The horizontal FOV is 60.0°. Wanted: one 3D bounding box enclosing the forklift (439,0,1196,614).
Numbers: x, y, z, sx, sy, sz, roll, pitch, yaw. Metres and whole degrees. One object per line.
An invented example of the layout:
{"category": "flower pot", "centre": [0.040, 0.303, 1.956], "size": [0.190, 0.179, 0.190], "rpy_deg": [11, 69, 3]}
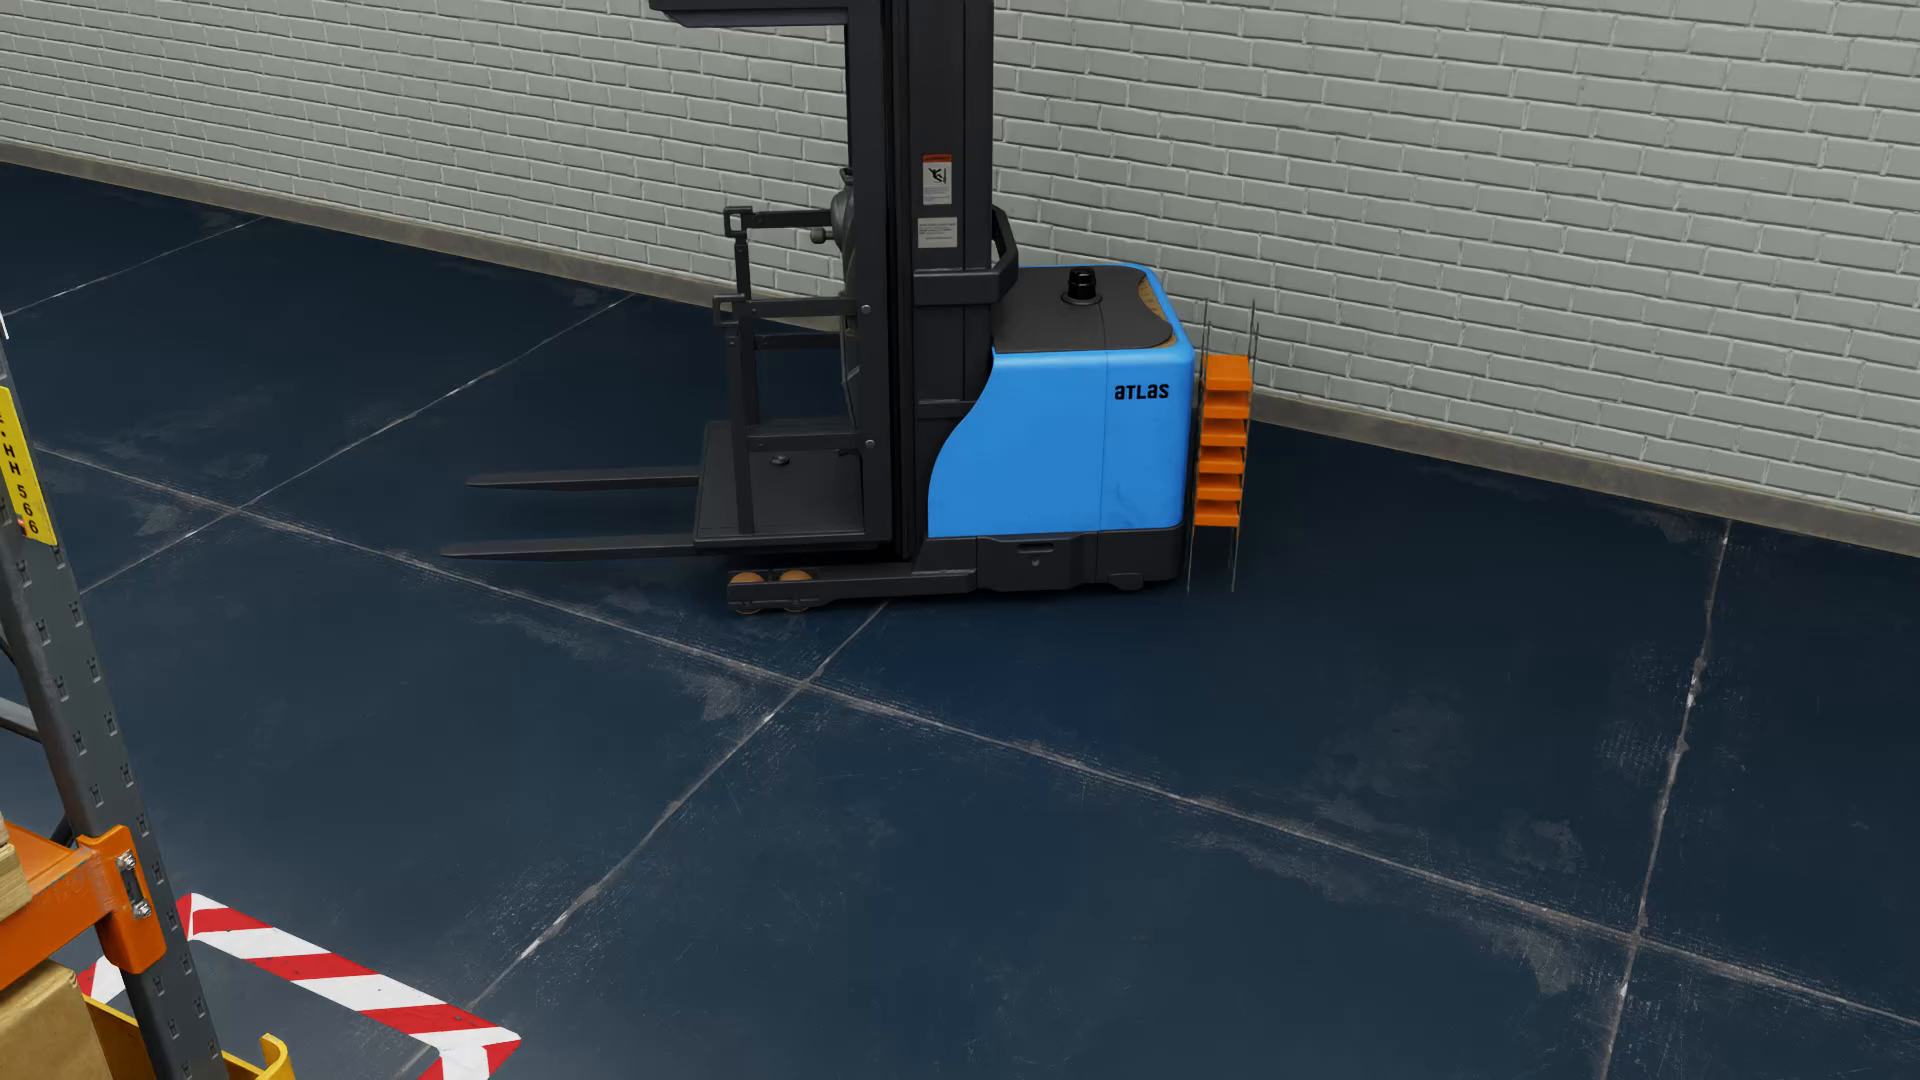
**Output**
{"category": "forklift", "centre": [-0.620, -1.246, 6.476], "size": [3.031, 2.935, 1.130], "rpy_deg": [-2, 30, -4]}

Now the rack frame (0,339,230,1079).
{"category": "rack frame", "centre": [-2.229, 0.335, 3.655], "size": [1.000, 3.000, 0.127], "rpy_deg": [14, 33, 23]}

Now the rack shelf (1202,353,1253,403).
{"category": "rack shelf", "centre": [1.044, -0.637, 6.520], "size": [0.180, 0.103, 0.258], "rpy_deg": [2, 30, 4]}

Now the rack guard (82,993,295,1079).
{"category": "rack guard", "centre": [-2.218, 1.408, 4.296], "size": [1.175, 0.500, 0.348], "rpy_deg": [14, 33, 23]}

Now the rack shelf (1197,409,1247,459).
{"category": "rack shelf", "centre": [1.044, -0.429, 6.640], "size": [0.180, 0.103, 0.258], "rpy_deg": [2, 30, 4]}

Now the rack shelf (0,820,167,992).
{"category": "rack shelf", "centre": [-3.140, 1.533, 2.291], "size": [1.077, 0.370, 4.000], "rpy_deg": [14, 33, 23]}

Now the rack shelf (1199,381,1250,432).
{"category": "rack shelf", "centre": [1.044, -0.533, 6.580], "size": [0.180, 0.103, 0.258], "rpy_deg": [2, 30, 4]}

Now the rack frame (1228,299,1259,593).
{"category": "rack frame", "centre": [1.135, -0.359, 6.671], "size": [0.006, 1.200, 0.240], "rpy_deg": [2, 30, 4]}

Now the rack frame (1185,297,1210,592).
{"category": "rack frame", "centre": [0.953, -0.367, 6.683], "size": [0.006, 1.200, 0.240], "rpy_deg": [2, 30, 4]}

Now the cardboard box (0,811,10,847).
{"category": "cardboard box", "centre": [-2.214, 0.546, 3.140], "size": [0.500, 0.250, 0.500], "rpy_deg": [14, 33, 23]}

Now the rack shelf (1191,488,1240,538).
{"category": "rack shelf", "centre": [1.044, -0.116, 6.819], "size": [0.180, 0.103, 0.258], "rpy_deg": [2, 30, 4]}

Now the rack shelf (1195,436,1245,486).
{"category": "rack shelf", "centre": [1.044, -0.324, 6.699], "size": [0.180, 0.103, 0.258], "rpy_deg": [2, 30, 4]}

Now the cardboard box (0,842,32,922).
{"category": "cardboard box", "centre": [-2.098, 0.676, 3.313], "size": [0.380, 0.149, 0.250], "rpy_deg": [15, 33, 24]}

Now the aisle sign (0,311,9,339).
{"category": "aisle sign", "centre": [-1.929, -0.757, 2.945], "size": [0.394, 0.787, 0.004], "rpy_deg": [14, 33, 23]}

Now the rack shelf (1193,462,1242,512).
{"category": "rack shelf", "centre": [1.044, -0.220, 6.759], "size": [0.180, 0.103, 0.258], "rpy_deg": [2, 30, 4]}

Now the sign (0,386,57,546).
{"category": "sign", "centre": [-1.753, -0.141, 3.083], "size": [0.100, 0.325, 0.005], "rpy_deg": [14, 33, 23]}

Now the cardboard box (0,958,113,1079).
{"category": "cardboard box", "centre": [-2.450, 1.376, 3.554], "size": [0.875, 0.875, 0.875], "rpy_deg": [14, 33, 23]}

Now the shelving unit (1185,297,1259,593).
{"category": "shelving unit", "centre": [1.044, -0.363, 6.677], "size": [0.189, 1.200, 0.258], "rpy_deg": [2, 30, 4]}
